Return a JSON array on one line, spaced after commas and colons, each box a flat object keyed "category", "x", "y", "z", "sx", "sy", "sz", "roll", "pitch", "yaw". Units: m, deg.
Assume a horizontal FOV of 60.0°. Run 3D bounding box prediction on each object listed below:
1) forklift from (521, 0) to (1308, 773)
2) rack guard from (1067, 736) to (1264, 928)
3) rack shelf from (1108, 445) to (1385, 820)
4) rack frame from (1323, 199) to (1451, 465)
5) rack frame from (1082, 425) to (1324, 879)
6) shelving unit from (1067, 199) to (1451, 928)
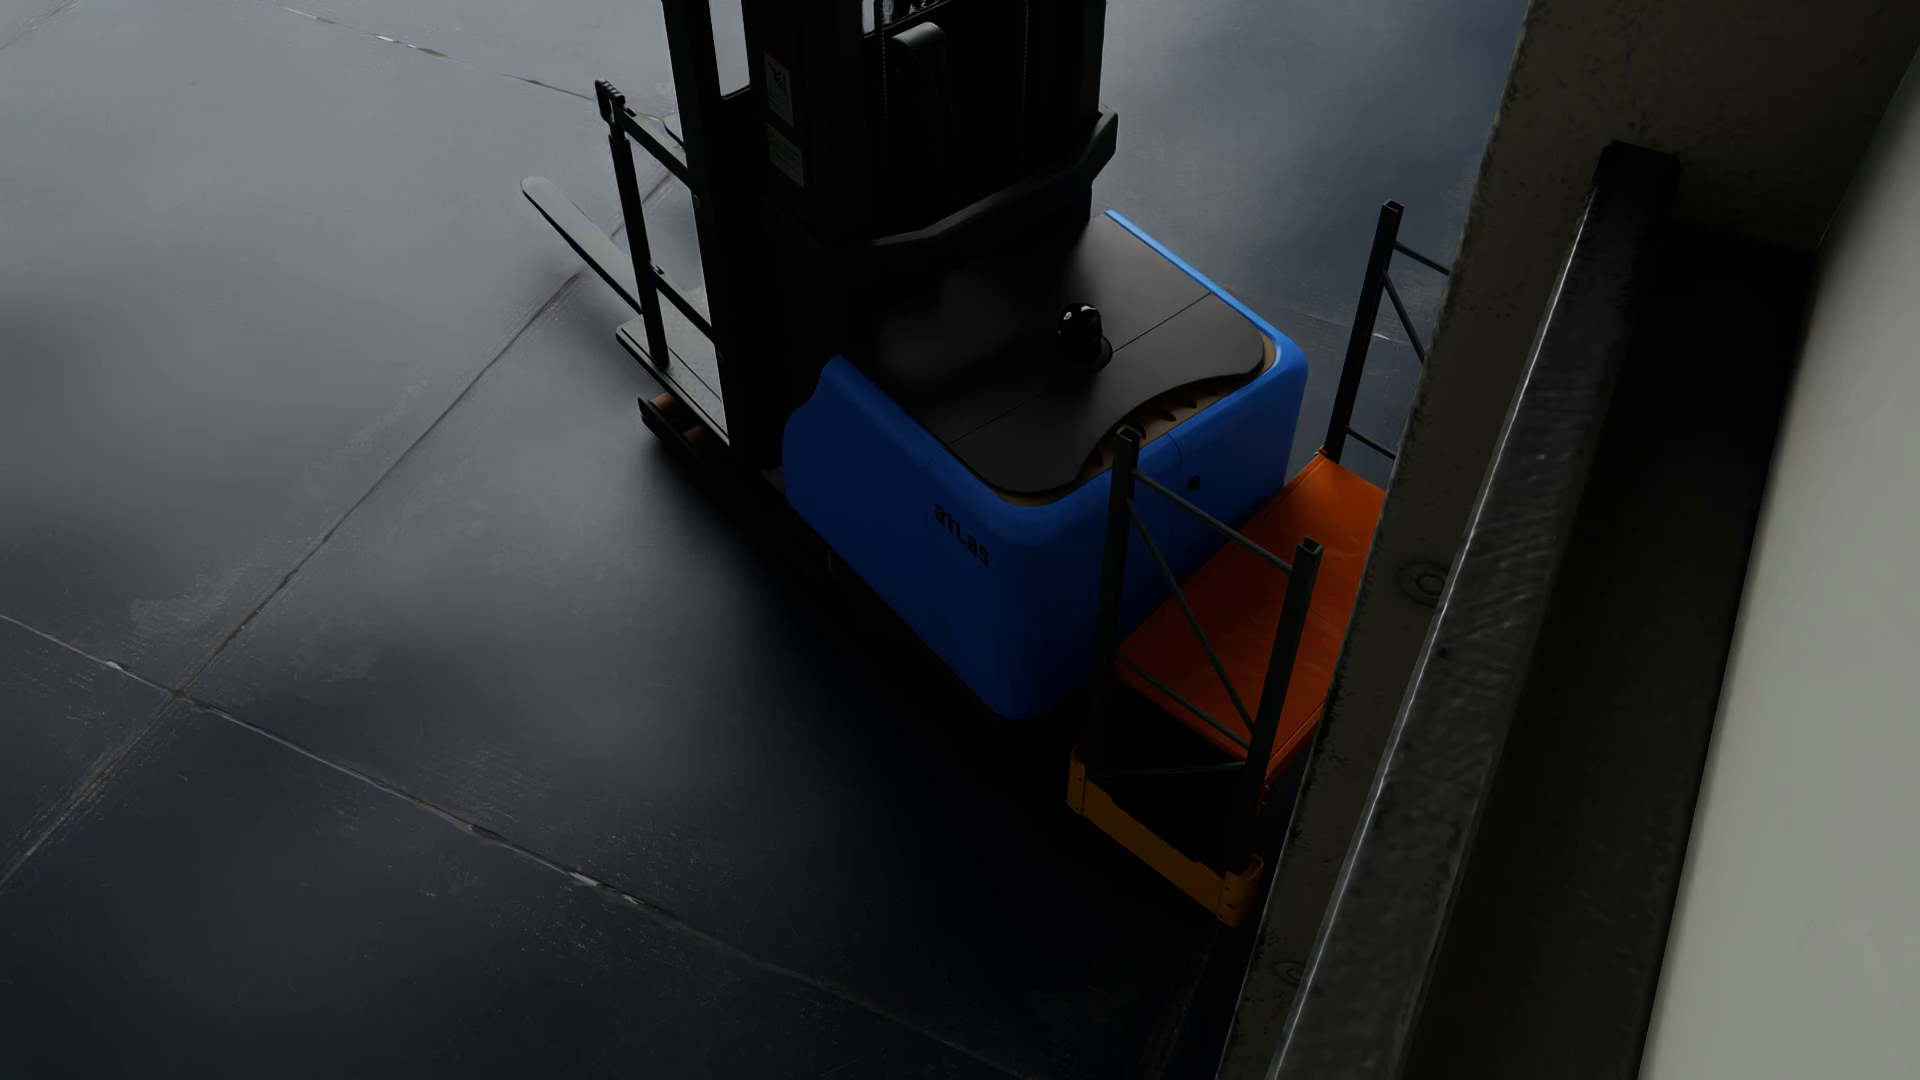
[{"category": "forklift", "x": -0.399, "y": -1.374, "z": 4.494, "sx": 1.130, "sy": 2.935, "sz": 3.031, "roll": -31, "pitch": 56, "yaw": -24}, {"category": "rack guard", "x": 0.534, "y": 0.774, "z": 4.427, "sx": 0.587, "sy": 0.250, "sz": 0.087, "roll": 34, "pitch": 58, "yaw": 26}, {"category": "rack shelf", "x": 0.861, "y": 0.209, "z": 4.323, "sx": 0.538, "sy": 0.185, "sz": 1.000, "roll": 34, "pitch": 58, "yaw": 26}, {"category": "rack frame", "x": 1.202, "y": -0.195, "z": 4.431, "sx": 0.500, "sy": 1.500, "sz": 0.032, "roll": 34, "pitch": 58, "yaw": 26}, {"category": "rack frame", "x": 0.521, "y": 0.380, "z": 3.942, "sx": 0.500, "sy": 1.500, "sz": 0.032, "roll": 34, "pitch": 58, "yaw": 26}, {"category": "shelving unit", "x": 0.867, "y": 0.087, "z": 4.191, "sx": 0.587, "sy": 1.500, "sz": 1.083, "roll": 34, "pitch": 58, "yaw": 26}]
